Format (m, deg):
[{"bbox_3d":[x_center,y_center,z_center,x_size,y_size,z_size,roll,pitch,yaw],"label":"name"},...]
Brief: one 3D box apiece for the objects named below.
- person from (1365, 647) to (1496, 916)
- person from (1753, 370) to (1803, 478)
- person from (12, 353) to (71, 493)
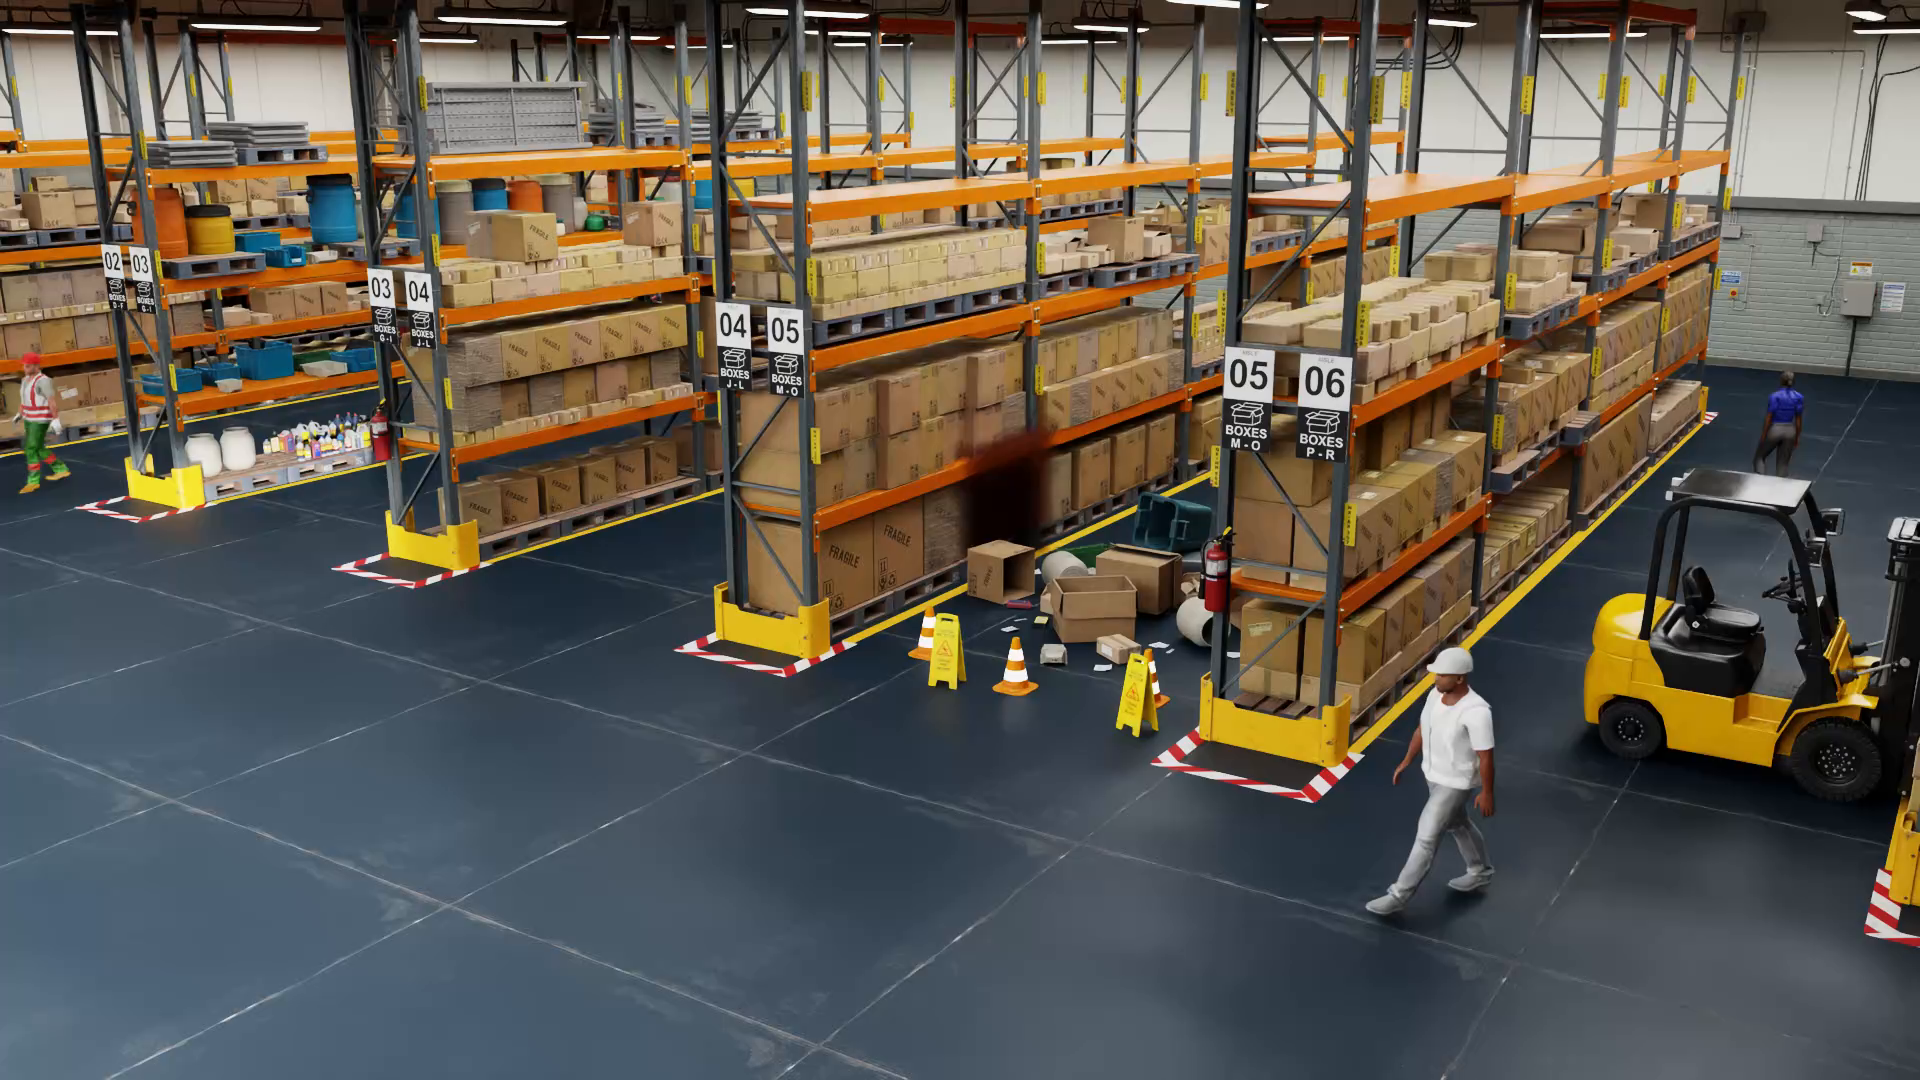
[{"bbox_3d":[3.021,1.495,10.565,1.030,1.705,0.600,-3,16,-11],"label":"person"},{"bbox_3d":[10.240,-1.287,20.799,0.505,1.679,0.383,1,16,3],"label":"person"},{"bbox_3d":[-11.931,-1.530,21.489,0.639,1.795,0.721,10,18,31],"label":"person"}]
